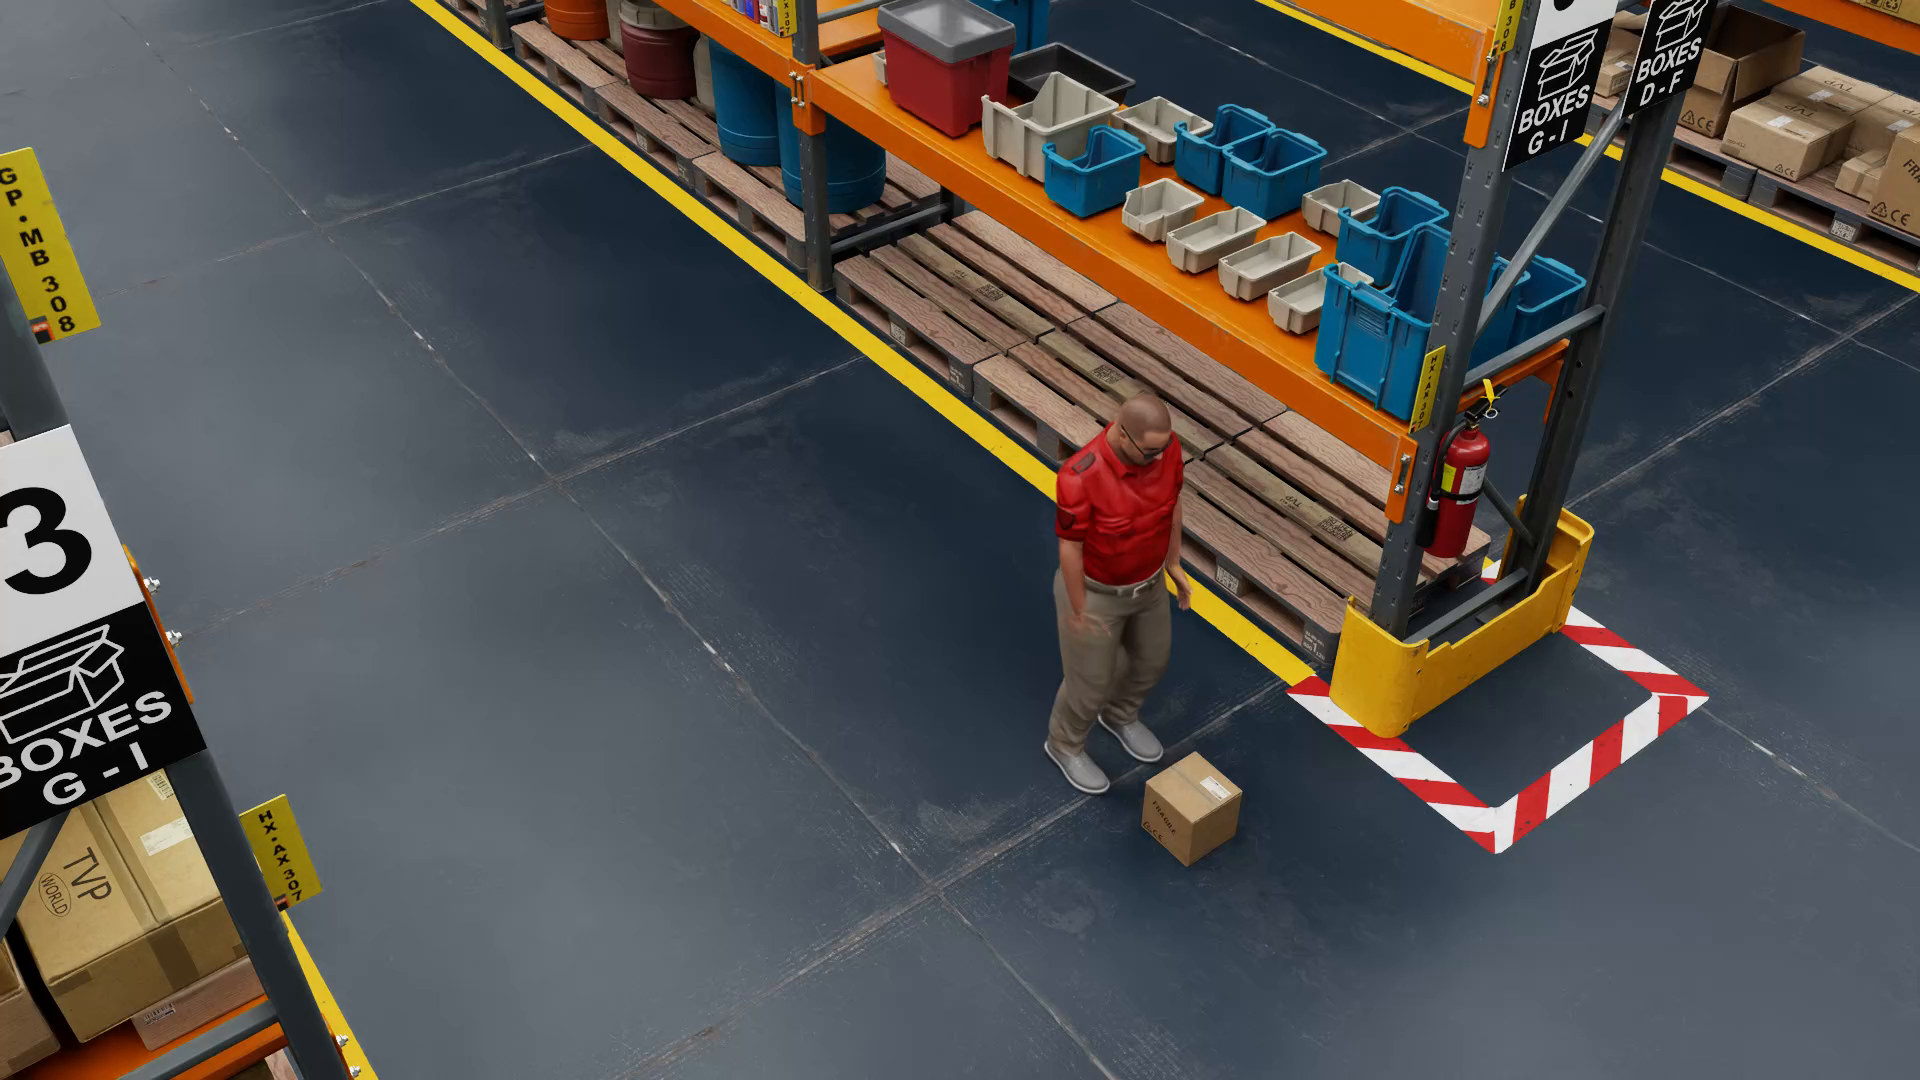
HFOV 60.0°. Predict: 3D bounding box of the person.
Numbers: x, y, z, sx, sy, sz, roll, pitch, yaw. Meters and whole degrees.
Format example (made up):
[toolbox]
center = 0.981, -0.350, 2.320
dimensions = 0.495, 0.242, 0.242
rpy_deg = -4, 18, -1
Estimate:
[person]
center = 0.574, 0.168, 5.993
dimensions = 0.540, 1.709, 0.367
rpy_deg = -25, 46, -27
